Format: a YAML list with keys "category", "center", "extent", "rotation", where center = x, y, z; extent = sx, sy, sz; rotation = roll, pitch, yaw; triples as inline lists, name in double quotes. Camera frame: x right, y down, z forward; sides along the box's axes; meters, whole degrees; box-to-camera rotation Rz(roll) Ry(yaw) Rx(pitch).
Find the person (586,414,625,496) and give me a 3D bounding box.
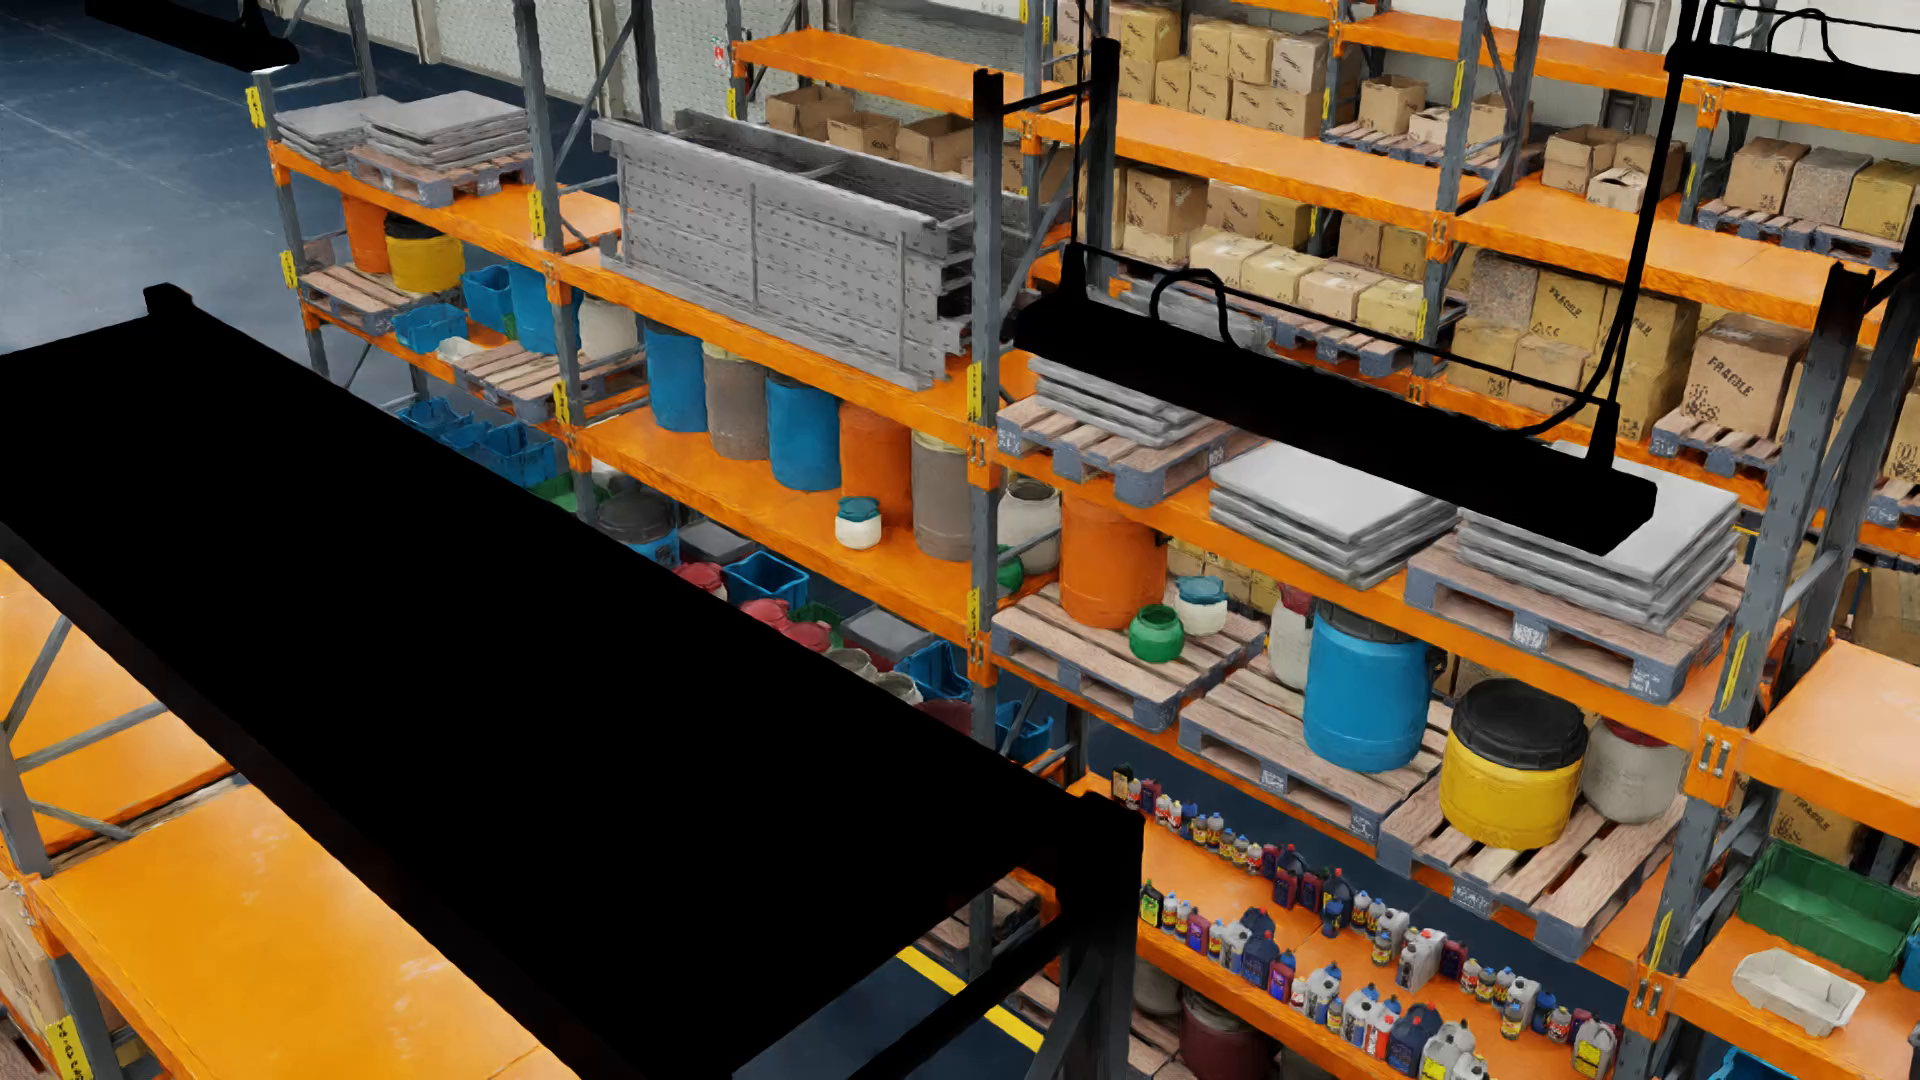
- category: "person"
  center: [-3.414, -0.696, 15.852]
  extent: [0.578, 1.610, 0.626]
  rotation: [24, 37, 35]
